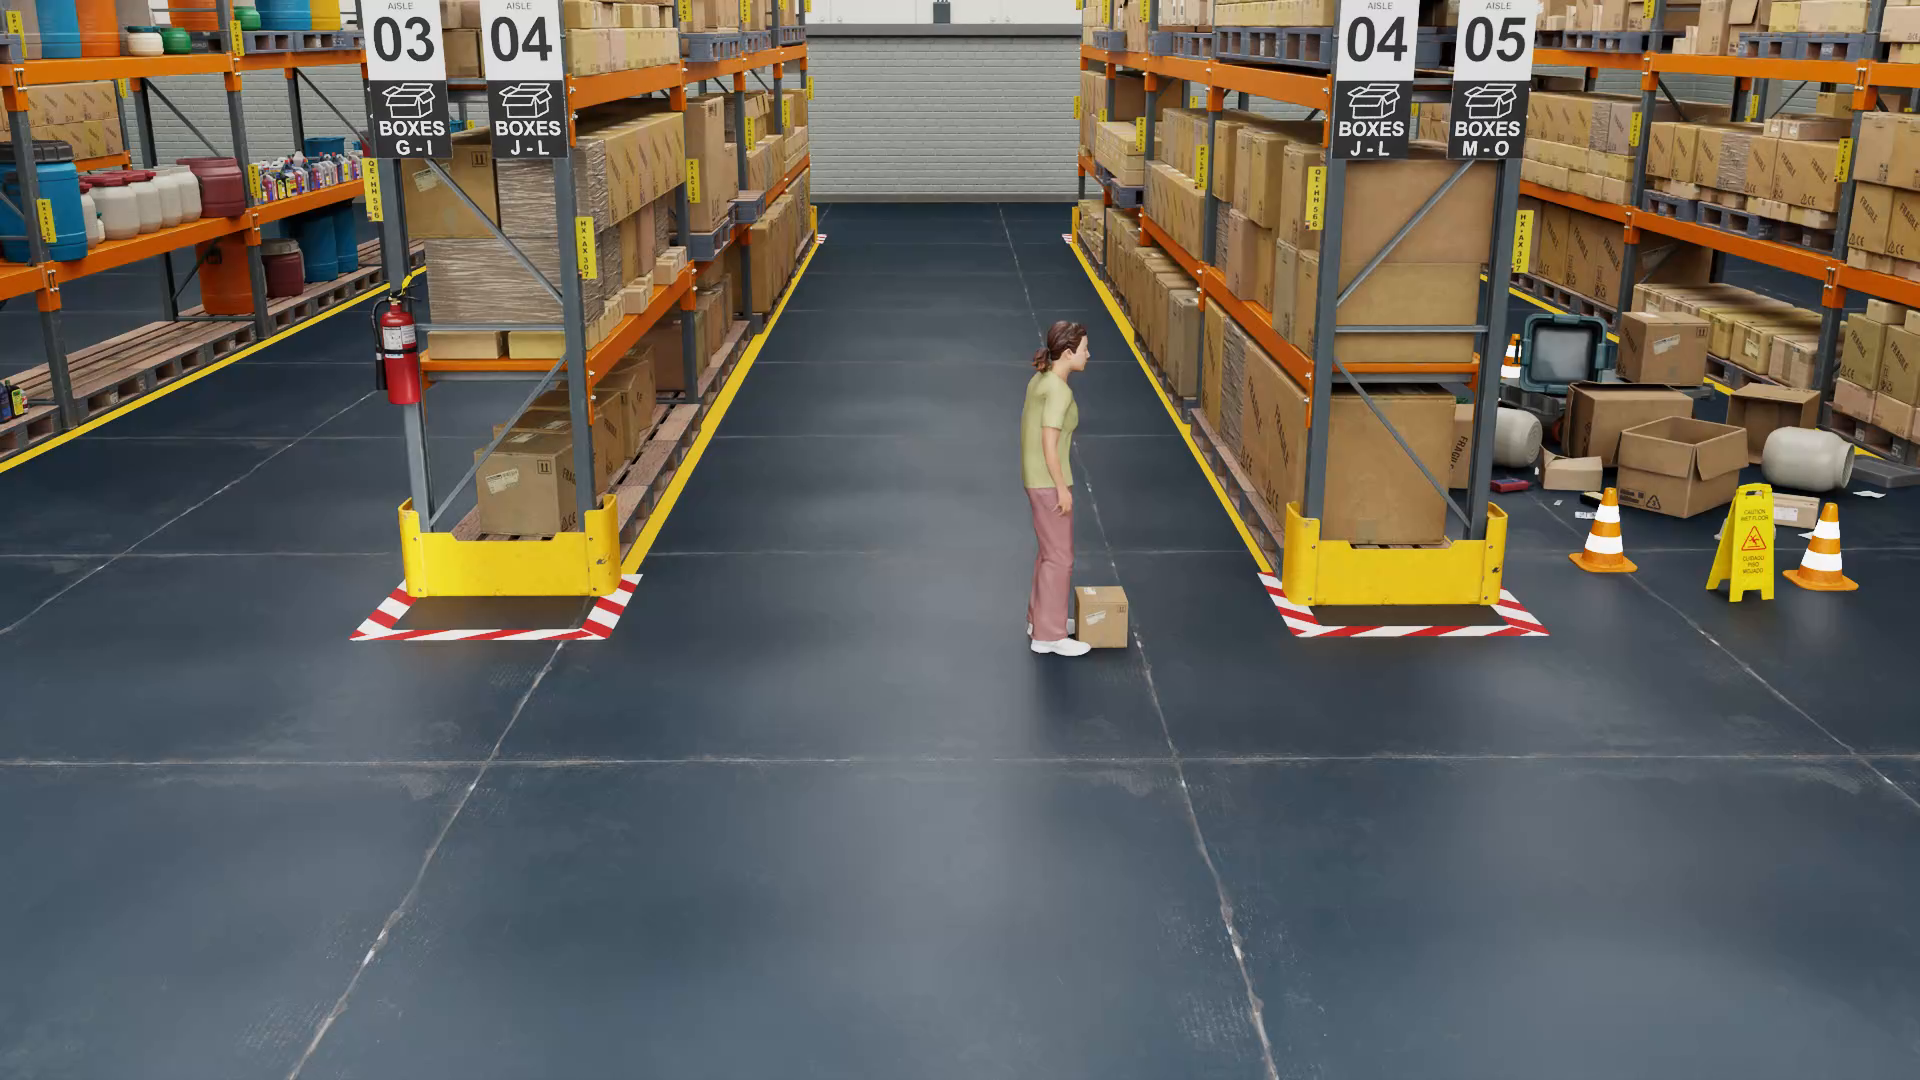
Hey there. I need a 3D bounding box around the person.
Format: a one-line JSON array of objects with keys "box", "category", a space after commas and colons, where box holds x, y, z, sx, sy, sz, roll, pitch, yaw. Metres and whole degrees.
[{"box": [0.487, -0.278, 8.445, 0.358, 1.673, 0.520, -1, 17, -4], "category": "person"}]
